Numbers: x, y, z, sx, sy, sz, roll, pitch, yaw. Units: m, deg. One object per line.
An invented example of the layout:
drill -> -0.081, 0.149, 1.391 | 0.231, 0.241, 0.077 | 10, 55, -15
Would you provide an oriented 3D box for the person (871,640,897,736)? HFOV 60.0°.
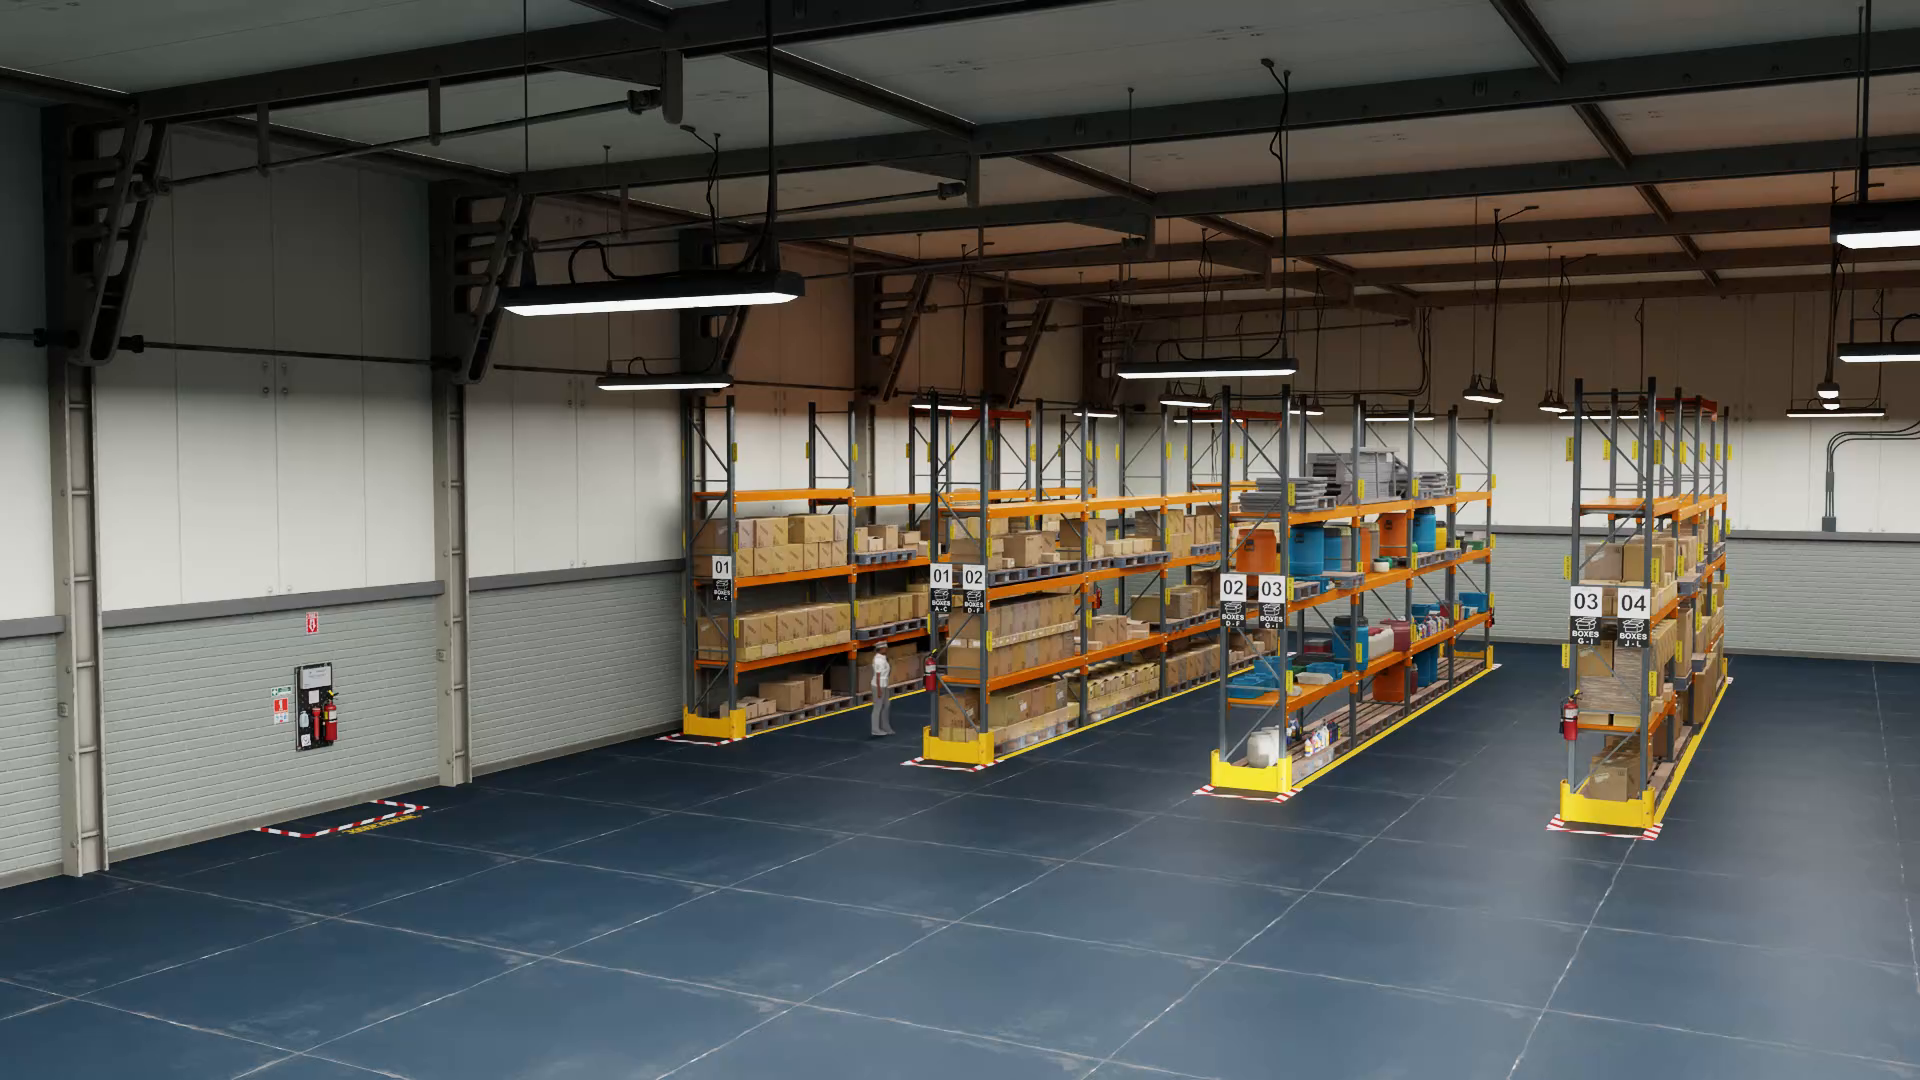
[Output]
person -> -1.358, 2.630, 29.453 | 0.444, 1.714, 0.509 | 0, 3, 7
